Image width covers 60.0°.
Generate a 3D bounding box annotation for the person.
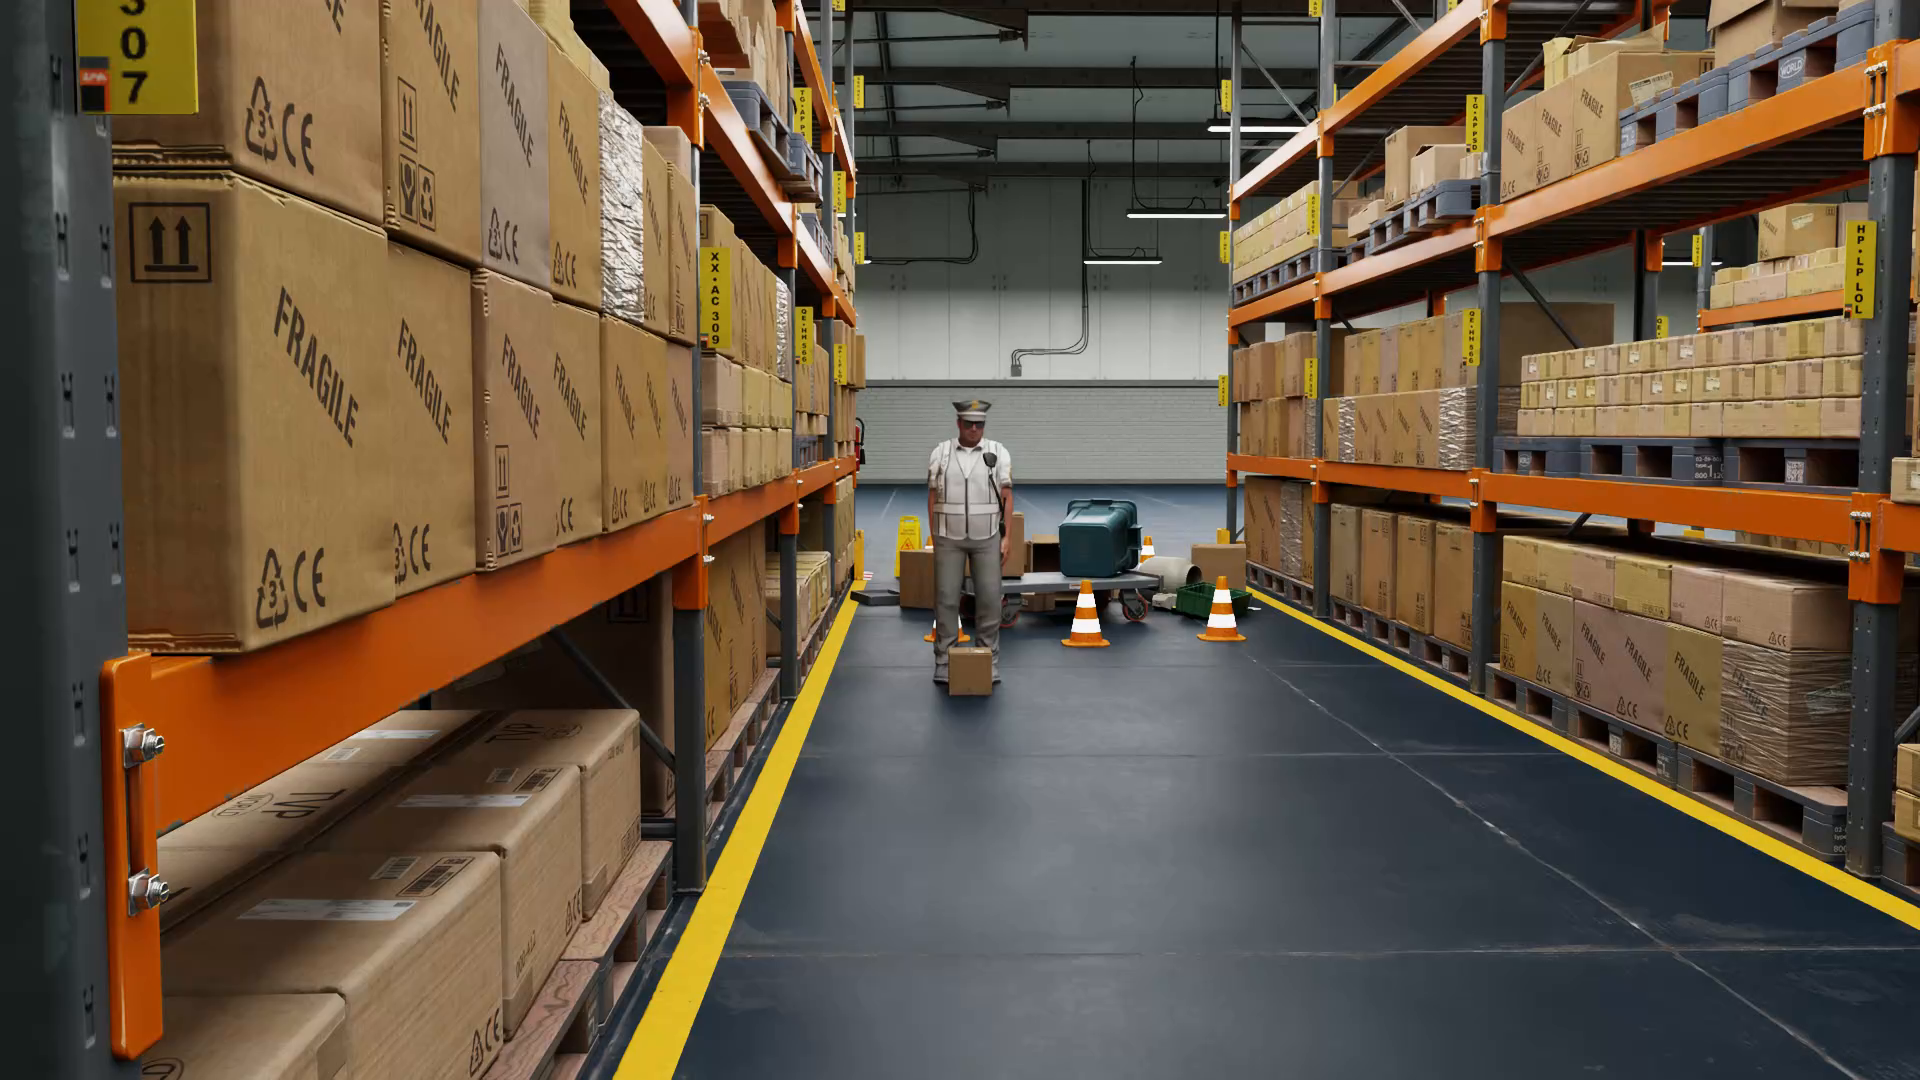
[{"bbox_3d":[0.066,0.001,10.258,0.529,1.742,0.392,0,4,0],"label":"person"}]
